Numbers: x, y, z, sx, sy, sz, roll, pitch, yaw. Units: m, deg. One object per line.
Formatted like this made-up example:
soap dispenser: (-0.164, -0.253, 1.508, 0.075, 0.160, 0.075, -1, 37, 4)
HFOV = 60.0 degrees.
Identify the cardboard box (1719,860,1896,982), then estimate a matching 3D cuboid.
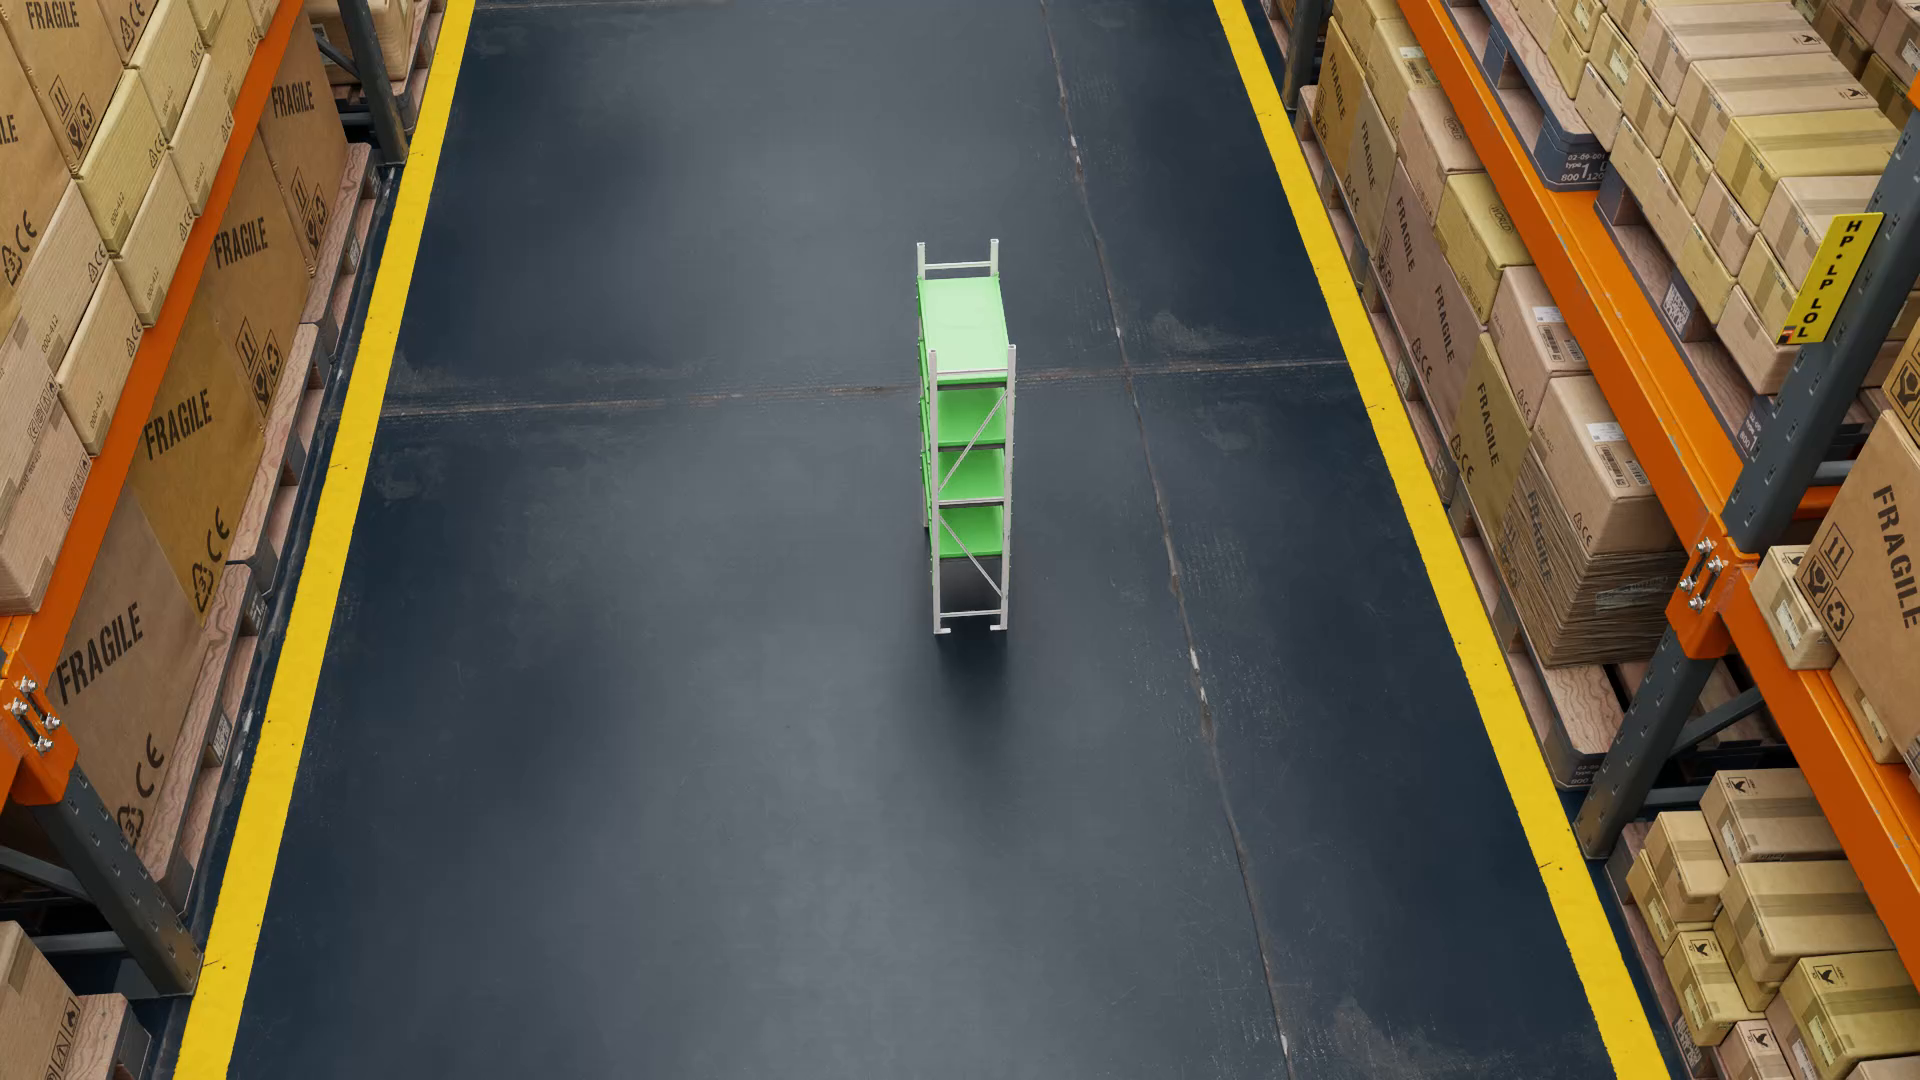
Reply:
cardboard box: (2.108, 0.929, 4.068, 0.380, 0.149, 0.250, -1, 47, -1)

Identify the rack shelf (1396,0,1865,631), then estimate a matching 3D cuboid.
rack shelf: (2.154, -1.366, 5.473, 1.077, 0.370, 4.000, -3, 47, -3)

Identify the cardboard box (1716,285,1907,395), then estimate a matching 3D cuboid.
cardboard box: (2.091, -0.500, 4.041, 0.380, 0.149, 0.250, -4, 47, -4)

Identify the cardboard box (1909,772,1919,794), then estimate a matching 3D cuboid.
cardboard box: (2.189, 0.517, 3.368, 0.380, 0.149, 0.250, -5, 47, -5)

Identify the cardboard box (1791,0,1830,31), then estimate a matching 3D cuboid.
cardboard box: (2.632, -1.589, 4.868, 0.380, 0.149, 0.250, -4, 47, -4)

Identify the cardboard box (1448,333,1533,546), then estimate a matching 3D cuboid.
cardboard box: (1.966, -0.343, 5.441, 0.500, 0.500, 0.500, -4, 47, -4)

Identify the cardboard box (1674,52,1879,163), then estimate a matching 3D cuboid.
cardboard box: (2.050, -1.089, 4.190, 0.380, 0.149, 0.250, -5, 47, -5)

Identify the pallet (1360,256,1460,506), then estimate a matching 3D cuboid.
pallet: (2.149, -0.656, 6.226, 1.003, 0.211, 1.213, -3, 47, -3)

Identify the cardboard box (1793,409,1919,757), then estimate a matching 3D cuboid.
cardboard box: (2.112, 0.070, 3.344, 0.500, 0.500, 0.500, -4, 47, -4)

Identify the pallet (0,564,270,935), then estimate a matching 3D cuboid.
pallet: (-2.743, 0.613, 5.024, 1.003, 0.211, 1.213, -3, 47, -3)

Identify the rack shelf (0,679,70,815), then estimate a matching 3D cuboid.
rack shelf: (-2.436, 1.902, 2.378, 1.077, 0.370, 4.000, -3, 47, -3)

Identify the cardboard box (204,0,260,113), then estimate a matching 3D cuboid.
cardboard box: (-2.552, -1.551, 5.256, 0.500, 0.250, 0.500, -4, 47, -4)

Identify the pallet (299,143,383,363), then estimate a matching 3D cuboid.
pallet: (-2.947, -1.153, 6.696, 1.003, 0.211, 1.213, -3, 47, -3)

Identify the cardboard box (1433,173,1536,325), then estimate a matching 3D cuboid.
cardboard box: (1.919, -0.987, 5.535, 0.500, 0.250, 0.500, -5, 47, -5)

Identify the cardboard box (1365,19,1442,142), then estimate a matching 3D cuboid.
cardboard box: (1.845, -1.723, 6.232, 0.500, 0.250, 0.500, -4, 47, -4)

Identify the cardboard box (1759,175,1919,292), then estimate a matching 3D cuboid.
cardboard box: (2.093, -0.708, 3.828, 0.380, 0.149, 0.250, -2, 47, -1)

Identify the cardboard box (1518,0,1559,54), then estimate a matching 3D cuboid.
cardboard box: (1.956, -1.635, 5.116, 0.380, 0.149, 0.250, -5, 47, -5)

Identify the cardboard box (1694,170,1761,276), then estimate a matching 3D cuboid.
cardboard box: (2.068, -0.793, 4.114, 0.380, 0.149, 0.250, -3, 47, -3)

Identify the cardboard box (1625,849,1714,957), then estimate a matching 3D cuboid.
cardboard box: (2.032, 0.952, 4.456, 0.380, 0.149, 0.250, -5, 47, -5)

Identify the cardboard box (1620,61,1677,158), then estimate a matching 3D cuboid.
cardboard box: (2.023, -1.171, 4.472, 0.380, 0.149, 0.250, -5, 47, -5)

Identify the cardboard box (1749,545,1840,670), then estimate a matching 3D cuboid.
cardboard box: (2.019, 0.145, 3.720, 0.380, 0.149, 0.250, -2, 47, -2)

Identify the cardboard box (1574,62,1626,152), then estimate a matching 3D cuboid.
cardboard box: (2.000, -1.251, 4.752, 0.380, 0.149, 0.250, -5, 47, -5)

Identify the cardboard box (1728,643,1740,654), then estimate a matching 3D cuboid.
cardboard box: (2.524, -0.002, 5.119, 0.500, 0.500, 0.500, -2, 47, -2)

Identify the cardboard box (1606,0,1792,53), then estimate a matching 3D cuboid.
cardboard box: (2.011, -1.457, 4.538, 0.380, 0.149, 0.250, -5, 47, -5)

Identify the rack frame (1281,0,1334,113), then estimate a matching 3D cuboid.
rack frame: (1.986, -3.061, 6.583, 1.000, 3.000, 0.127, -3, 47, -3)

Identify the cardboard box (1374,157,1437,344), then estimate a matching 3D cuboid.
cardboard box: (1.885, -1.084, 6.143, 0.500, 0.500, 0.500, -5, 47, -4)

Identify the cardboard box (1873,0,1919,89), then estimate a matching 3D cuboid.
cardboard box: (2.680, -1.310, 4.399, 0.380, 0.149, 0.250, -4, 47, -4)

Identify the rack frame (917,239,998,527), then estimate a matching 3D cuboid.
rack frame: (-0.007, -0.469, 5.368, 0.240, 1.200, 0.015, -3, 47, -3)

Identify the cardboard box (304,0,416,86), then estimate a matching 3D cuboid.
cardboard box: (-2.975, -2.337, 7.418, 0.950, 0.372, 0.625, -6, 47, -6)

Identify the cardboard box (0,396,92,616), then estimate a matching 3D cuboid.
cardboard box: (-2.377, -0.075, 3.859, 0.500, 0.250, 0.500, -4, 47, -4)

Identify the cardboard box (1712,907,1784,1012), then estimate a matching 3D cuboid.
cardboard box: (2.143, 1.026, 4.181, 0.380, 0.149, 0.250, -3, 47, -3)

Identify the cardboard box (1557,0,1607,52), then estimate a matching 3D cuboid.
cardboard box: (1.977, -1.556, 4.837, 0.380, 0.149, 0.250, -3, 47, -3)

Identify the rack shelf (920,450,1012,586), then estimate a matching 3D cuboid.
rack shelf: (0.014, -0.084, 5.422, 0.258, 0.148, 0.480, -3, 47, -3)

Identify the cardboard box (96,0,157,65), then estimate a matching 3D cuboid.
cardboard box: (-2.513, -1.610, 4.451, 0.500, 0.500, 0.500, -4, 47, -4)

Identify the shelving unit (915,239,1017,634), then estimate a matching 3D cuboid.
shelving unit: (0.014, -0.293, 5.201, 0.258, 1.200, 0.503, -3, 47, -3)

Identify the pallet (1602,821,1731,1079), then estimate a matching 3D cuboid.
pallet: (2.413, 1.276, 4.396, 1.003, 0.211, 1.213, -3, 47, -3)

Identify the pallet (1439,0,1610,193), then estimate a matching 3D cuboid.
pallet: (2.193, -1.565, 5.298, 1.003, 0.211, 1.213, -3, 47, -3)

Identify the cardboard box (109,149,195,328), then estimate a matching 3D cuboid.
cardboard box: (-2.449, -0.821, 4.565, 0.500, 0.250, 0.500, -4, 47, -4)

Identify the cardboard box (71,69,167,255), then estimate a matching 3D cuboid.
cardboard box: (-2.446, -0.991, 4.381, 0.500, 0.250, 0.500, -3, 47, -3)

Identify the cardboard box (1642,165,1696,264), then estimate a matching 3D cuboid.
cardboard box: (2.049, -0.868, 4.390, 0.380, 0.149, 0.250, -4, 47, -3)

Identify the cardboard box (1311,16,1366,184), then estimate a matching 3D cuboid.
cardboard box: (1.791, -1.818, 6.838, 0.500, 0.500, 0.500, -5, 47, -5)

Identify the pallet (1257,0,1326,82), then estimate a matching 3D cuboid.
pallet: (1.995, -2.677, 8.140, 1.003, 0.211, 1.213, -3, 47, -3)

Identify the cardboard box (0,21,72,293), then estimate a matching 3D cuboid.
cardboard box: (-2.424, -0.873, 3.753, 0.500, 0.500, 0.500, -4, 47, -4)

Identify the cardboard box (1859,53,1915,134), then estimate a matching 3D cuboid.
cardboard box: (2.678, -1.202, 4.501, 0.380, 0.149, 0.250, -5, 47, -5)

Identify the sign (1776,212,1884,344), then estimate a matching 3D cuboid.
sign: (1.768, -0.528, 3.387, 0.100, 0.325, 0.005, -3, 47, -3)

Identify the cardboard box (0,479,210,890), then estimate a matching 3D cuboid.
cardboard box: (-2.735, 0.350, 4.527, 0.875, 0.875, 0.875, -2, 47, -2)

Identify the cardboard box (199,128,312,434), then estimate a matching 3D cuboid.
cardboard box: (-2.892, -0.950, 5.758, 0.875, 0.875, 0.875, -3, 47, -3)

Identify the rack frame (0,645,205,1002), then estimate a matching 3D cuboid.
rack frame: (-2.603, 0.207, 3.488, 1.000, 3.000, 0.127, -3, 47, -3)

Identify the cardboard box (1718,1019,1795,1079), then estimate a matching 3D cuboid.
cardboard box: (2.126, 1.322, 4.107, 0.380, 0.149, 0.250, -4, 47, -3)

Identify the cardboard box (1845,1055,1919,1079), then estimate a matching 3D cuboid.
cardboard box: (2.222, 1.297, 3.720, 0.380, 0.149, 0.250, -5, 47, -4)

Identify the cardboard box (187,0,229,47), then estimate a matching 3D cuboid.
cardboard box: (-2.534, -1.732, 5.083, 0.500, 0.250, 0.500, -5, 47, -4)

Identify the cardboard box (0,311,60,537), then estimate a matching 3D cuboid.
cardboard box: (-2.359, -0.248, 3.678, 0.500, 0.250, 0.500, -5, 47, -4)

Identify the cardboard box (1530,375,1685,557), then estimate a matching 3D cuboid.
cardboard box: (2.007, -0.233, 4.820, 0.500, 0.250, 0.500, -5, 47, -4)

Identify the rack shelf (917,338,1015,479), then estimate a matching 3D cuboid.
rack shelf: (0.014, -0.414, 5.073, 0.258, 0.148, 0.480, -3, 47, -3)
